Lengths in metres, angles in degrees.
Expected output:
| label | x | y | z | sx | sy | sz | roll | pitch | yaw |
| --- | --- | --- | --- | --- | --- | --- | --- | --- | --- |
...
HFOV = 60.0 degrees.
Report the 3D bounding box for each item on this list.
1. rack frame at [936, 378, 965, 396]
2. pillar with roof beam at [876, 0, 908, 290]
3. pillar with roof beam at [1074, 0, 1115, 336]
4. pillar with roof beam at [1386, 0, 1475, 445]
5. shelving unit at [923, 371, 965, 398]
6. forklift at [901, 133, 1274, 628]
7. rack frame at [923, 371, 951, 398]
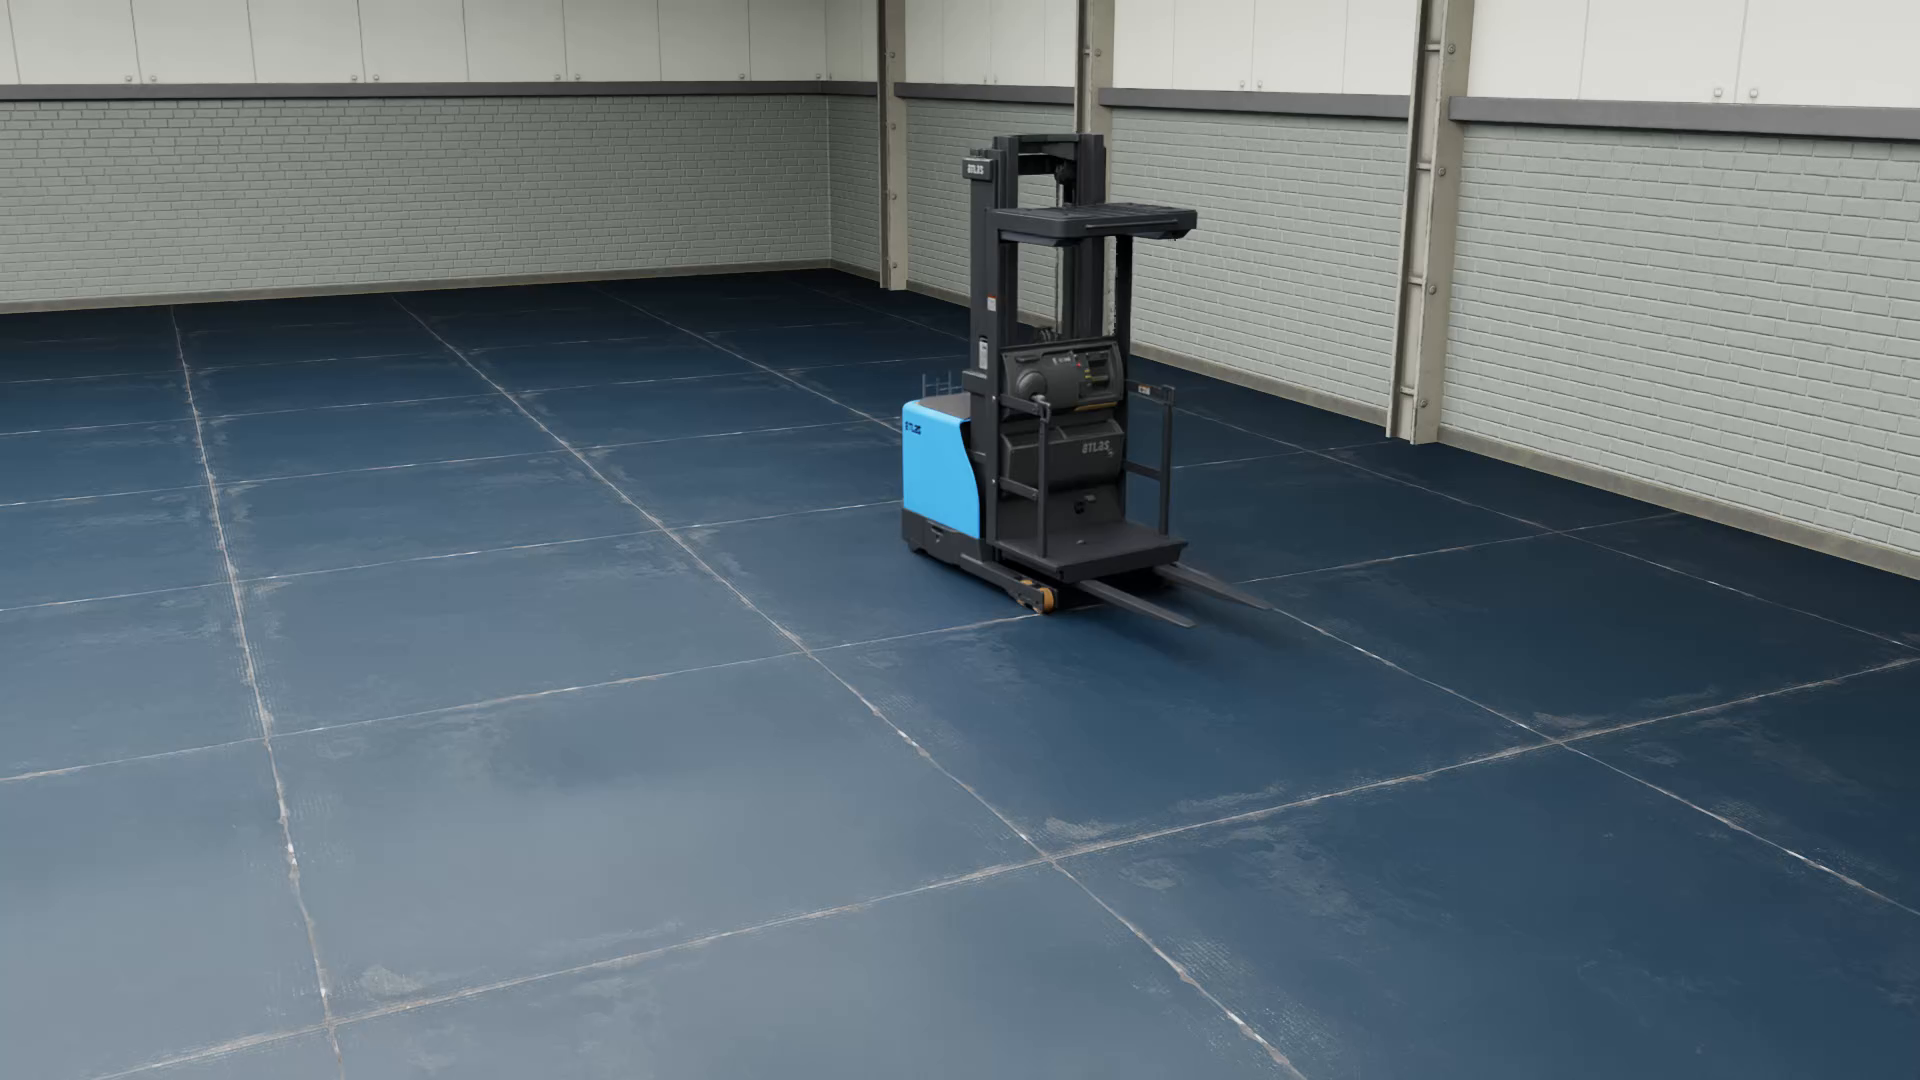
| label | x | y | z | sx | sy | sz | roll | pitch | yaw |
| --- | --- | --- | --- | --- | --- | --- | --- | --- | --- |
| rack frame | -0.068 | -0.603 | 12.178 | 0.240 | 1.200 | 0.006 | -10 | 19 | -31 |
| pillar with roof beam | -4.899 | -7.726 | 22.861 | 9.100 | 9.000 | 0.400 | -8 | 18 | -25 |
| pillar with roof beam | -2.270 | -6.239 | 17.676 | 9.100 | 9.000 | 0.400 | -8 | 18 | -25 |
| pillar with roof beam | 0.358 | -4.751 | 12.492 | 9.100 | 9.000 | 0.400 | -8 | 18 | -25 |
| shelving unit | -0.117 | -0.625 | 12.252 | 0.258 | 1.200 | 0.189 | -10 | 19 | -31 |
| forklift | 0.796 | -1.089 | 10.732 | 1.130 | 2.935 | 3.031 | -10 | 19 | -31 |
| rack frame | -0.167 | -0.646 | 12.326 | 0.240 | 1.200 | 0.006 | -10 | 19 | -31 |
